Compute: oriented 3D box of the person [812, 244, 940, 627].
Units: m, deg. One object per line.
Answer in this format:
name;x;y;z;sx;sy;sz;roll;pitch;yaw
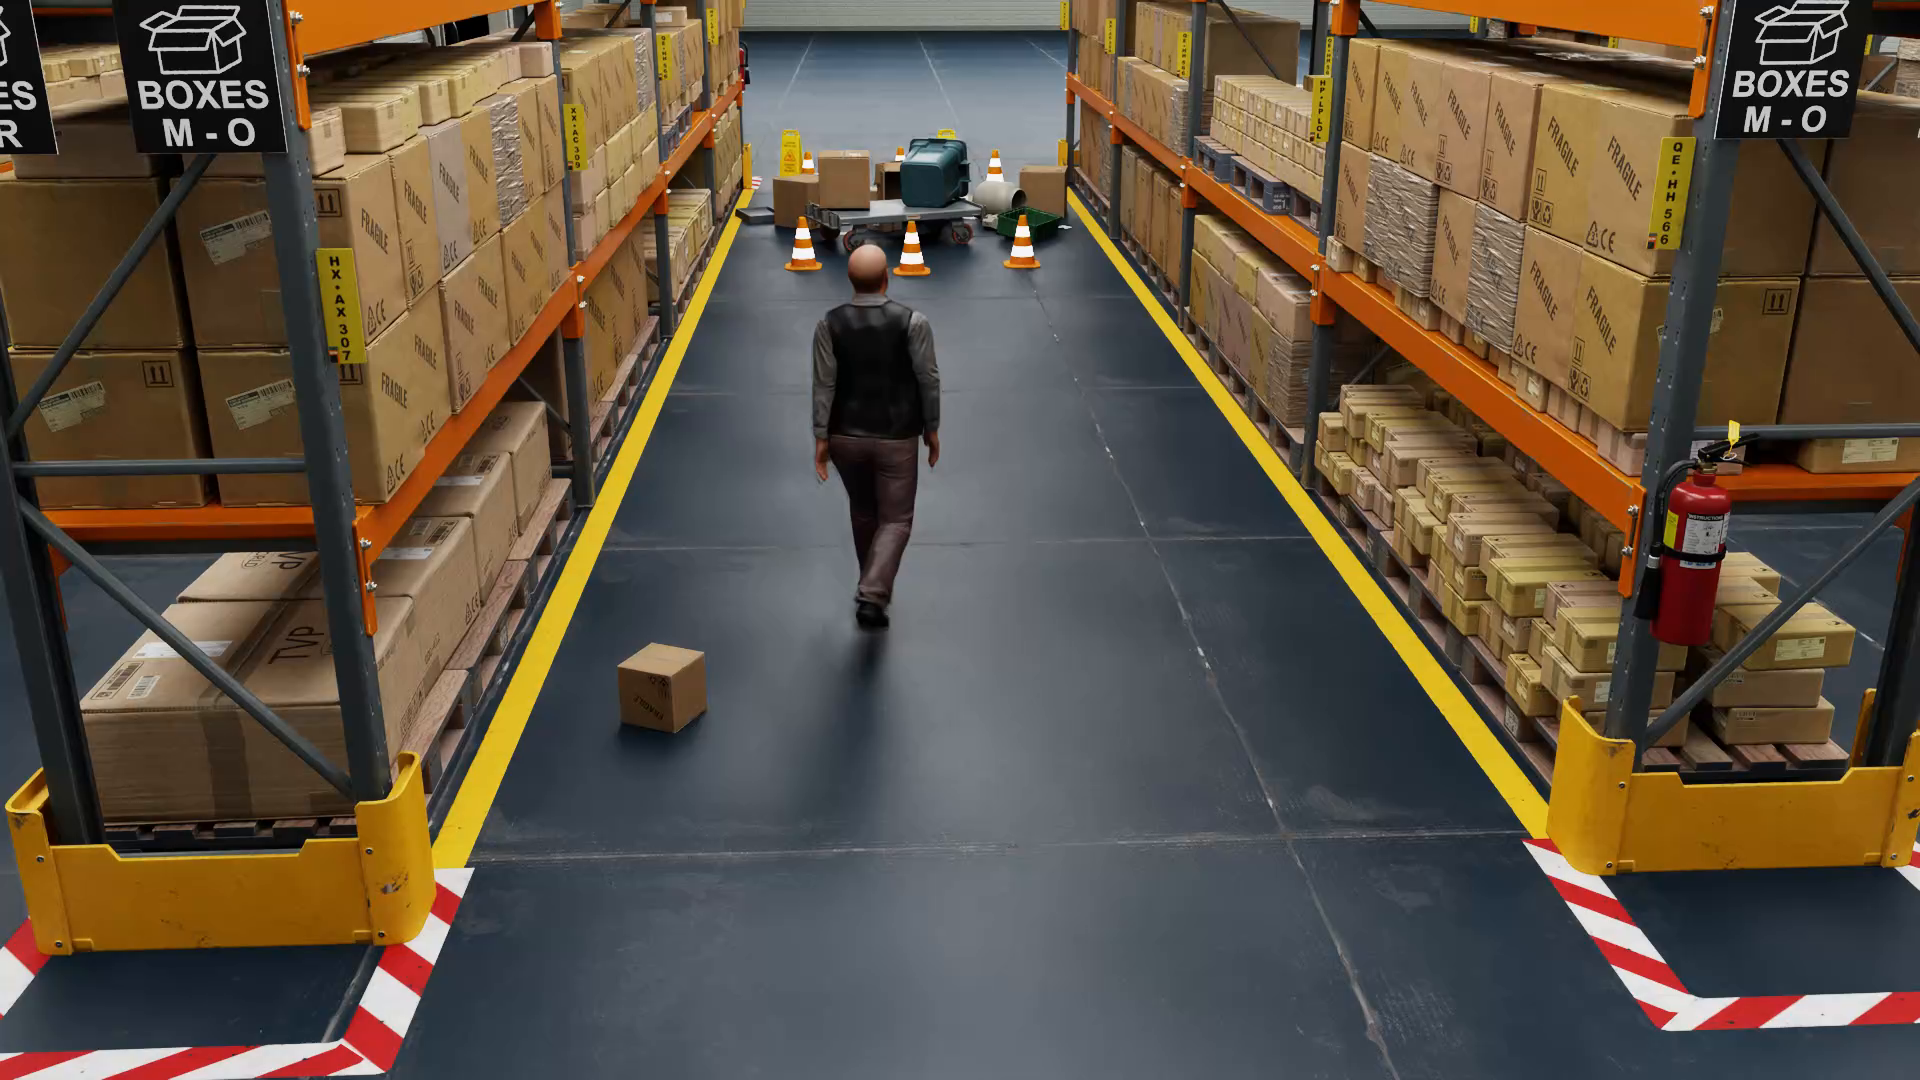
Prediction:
person;-0.368;-0.396;7.313;0.552;1.607;0.951;3;21;9
